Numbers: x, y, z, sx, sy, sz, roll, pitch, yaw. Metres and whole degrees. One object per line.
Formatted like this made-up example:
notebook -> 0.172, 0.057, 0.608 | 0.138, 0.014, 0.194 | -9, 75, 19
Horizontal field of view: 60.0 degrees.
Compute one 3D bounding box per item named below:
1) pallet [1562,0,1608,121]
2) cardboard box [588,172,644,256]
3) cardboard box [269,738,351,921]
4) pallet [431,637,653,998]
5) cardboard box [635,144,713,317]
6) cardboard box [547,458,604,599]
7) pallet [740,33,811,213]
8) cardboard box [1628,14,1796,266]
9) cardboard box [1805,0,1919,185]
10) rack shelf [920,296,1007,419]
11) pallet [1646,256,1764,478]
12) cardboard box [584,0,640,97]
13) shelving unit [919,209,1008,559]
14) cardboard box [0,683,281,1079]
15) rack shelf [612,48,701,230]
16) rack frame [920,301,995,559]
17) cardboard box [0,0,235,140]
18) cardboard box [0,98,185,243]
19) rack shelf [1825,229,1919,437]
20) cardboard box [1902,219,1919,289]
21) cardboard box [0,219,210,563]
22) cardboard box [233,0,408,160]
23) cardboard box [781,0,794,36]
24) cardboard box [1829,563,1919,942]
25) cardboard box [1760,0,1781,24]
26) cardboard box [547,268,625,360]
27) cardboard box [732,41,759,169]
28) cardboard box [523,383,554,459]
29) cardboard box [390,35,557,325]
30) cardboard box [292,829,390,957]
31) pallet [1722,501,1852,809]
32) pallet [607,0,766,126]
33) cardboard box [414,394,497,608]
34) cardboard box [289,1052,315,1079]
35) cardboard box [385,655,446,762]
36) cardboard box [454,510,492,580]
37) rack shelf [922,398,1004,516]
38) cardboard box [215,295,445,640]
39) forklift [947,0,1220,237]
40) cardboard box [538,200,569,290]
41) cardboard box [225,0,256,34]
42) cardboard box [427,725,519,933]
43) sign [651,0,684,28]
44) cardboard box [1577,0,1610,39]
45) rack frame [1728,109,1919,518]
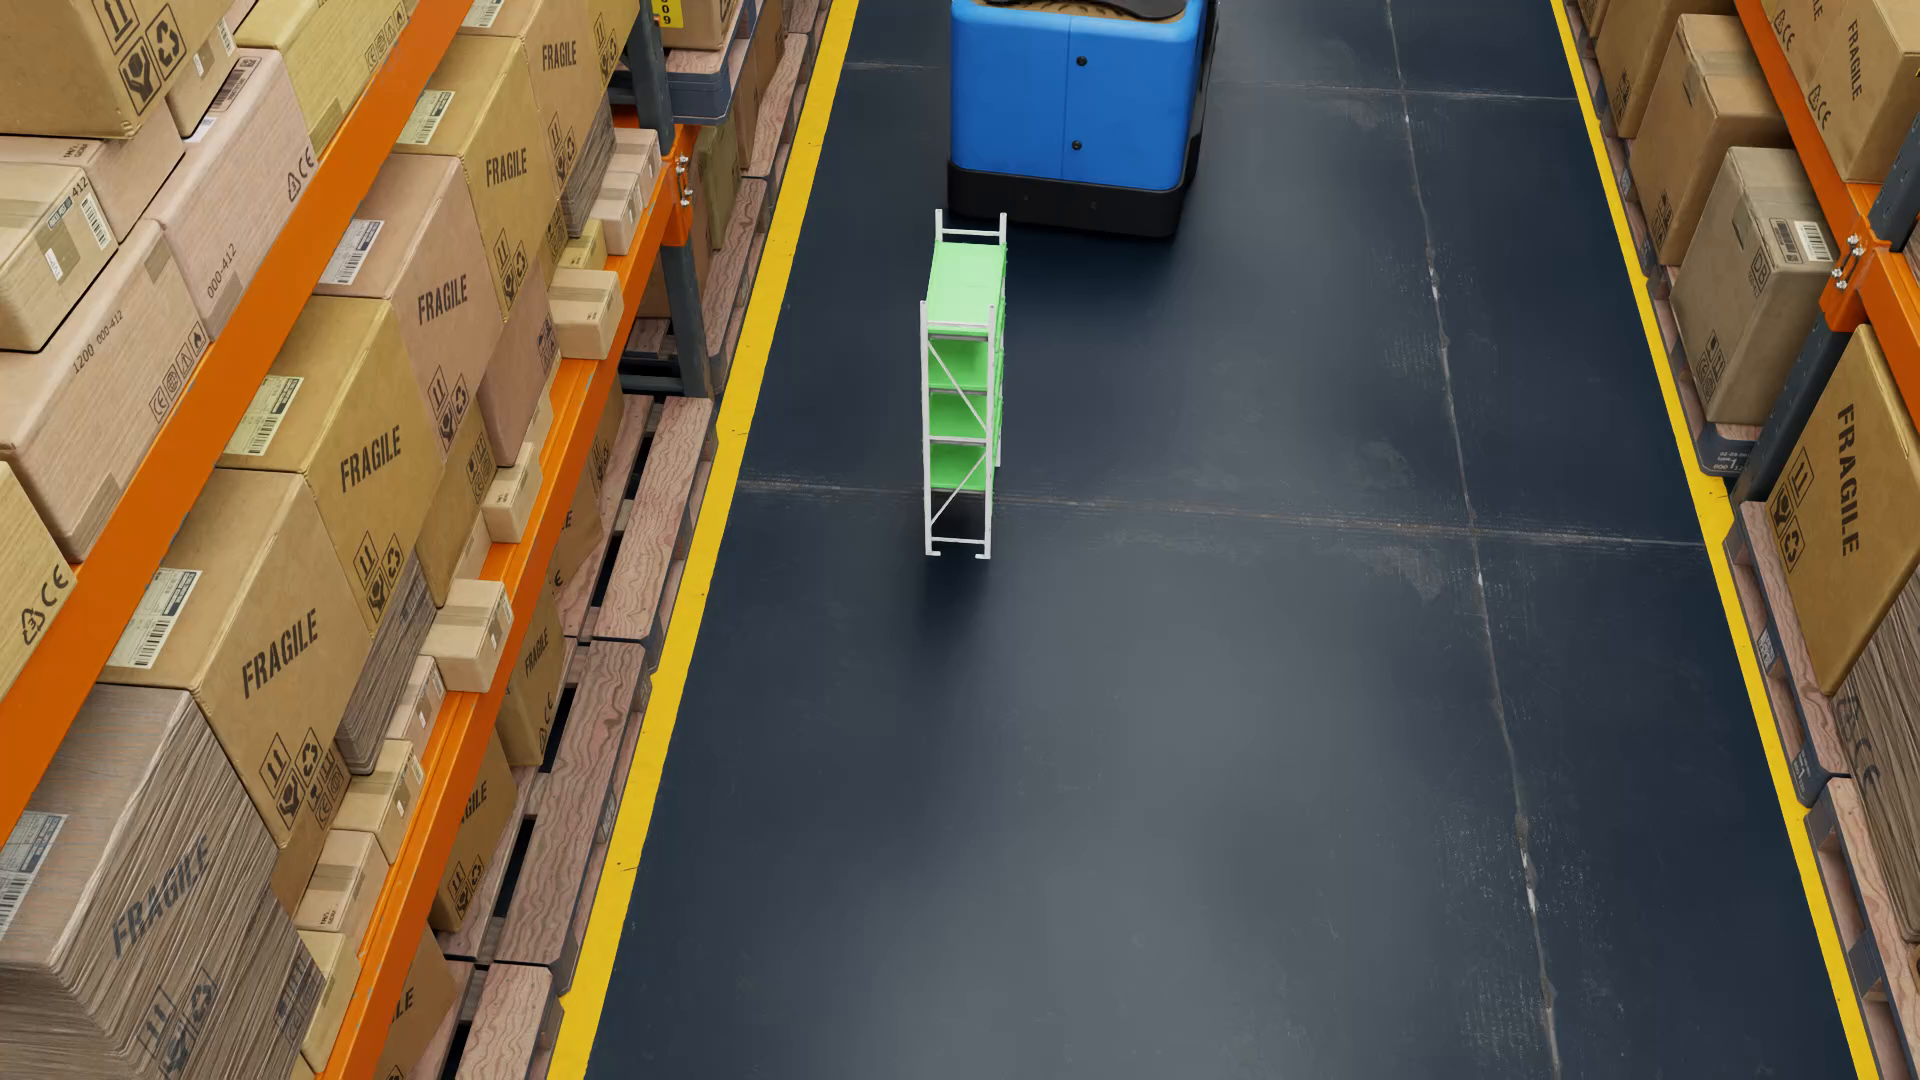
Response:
pallet -> 3.666, -2.521, 8.413 | 1.003, 0.211, 1.213 | 4, 48, 4
cardboard box -> -1.241, -1.059, 5.356 | 0.380, 0.149, 0.250 | 4, 48, 4
cardboard box -> -1.843, 0.523, 3.470 | 0.875, 0.500, 0.500 | 4, 48, 4
pallet -> -1.617, 0.831, 5.347 | 1.003, 0.211, 1.213 | 4, 48, 4
cardboard box -> -1.405, -1.259, 6.765 | 0.700, 0.500, 0.500 | 1, 48, 1
cardboard box -> -1.603, -0.090, 5.709 | 0.500, 0.500, 0.500 | 18, 50, 16
pallet -> -1.304, -2.035, 7.968 | 1.003, 0.211, 1.213 | 4, 48, 4
cardboard box -> 3.507, -1.650, 6.967 | 1.050, 0.750, 0.750 | 4, 48, 4
cardboard box -> 3.229, -1.532, 5.551 | 0.500, 0.500, 0.500 | 4, 48, 3
rack shelf -> 0.015, -0.645, 5.789 | 0.258, 0.148, 0.480 | 4, 48, 4
pallet -> 3.443, -0.728, 6.773 | 1.003, 0.211, 1.213 | 4, 48, 4
cardboard box -> -1.249, -1.627, 4.759 | 0.500, 0.500, 0.500 | 4, 48, 4
shelving unit -> 0.015, -0.527, 5.919 | 0.258, 1.200, 0.503 | 4, 48, 4
cardboard box -> -1.525, 0.577, 2.742 | 0.500, 0.500, 0.500 | 4, 48, 4
rack shelf -> -1.300, -2.732, 7.203 | 1.077, 0.370, 4.000 | 4, 48, 4
rack frame -> -0.007, -0.347, 5.755 | 0.240, 1.200, 0.015 | 4, 48, 4
cardboard box -> -1.442, -0.953, 2.448 | 0.500, 0.500, 0.500 | 4, 48, 3
cardboard box -> -1.449, -0.600, 2.565 | 0.380, 0.149, 0.250 | 4, 48, 3
rack shelf -> 3.266, 0.616, 4.142 | 1.077, 0.370, 4.000 | 4, 48, 4
cardboard box -> 3.426, -0.876, 4.916 | 0.875, 0.550, 0.550 | 4, 48, 4
cardboard box -> -1.505, -0.243, 2.509 | 0.500, 0.250, 0.500 | 3, 48, 3
cardboard box -> -1.413, -0.990, 3.191 | 0.500, 0.250, 0.500 | 5, 48, 5
cardboard box -> -1.197, -2.847, 8.217 | 0.700, 0.500, 0.500 | 0, 48, 0
cardboard box -> 3.243, 0.599, 4.825 | 0.875, 0.875, 0.875 | 4, 48, 4
cardboard box -> 3.321, -2.275, 6.230 | 0.500, 0.500, 0.500 | 4, 48, 4
cardboard box -> -1.236, -0.688, 5.017 | 0.380, 0.149, 0.250 | 4, 48, 4
cardboard box -> -1.292, -2.020, 7.460 | 0.700, 0.500, 0.500 | 0, 48, 0
cardboard box -> -1.372, -0.327, 4.687 | 0.380, 0.149, 0.250 | 4, 48, 4
cardboard box -> -1.340, -0.892, 4.086 | 0.500, 0.500, 0.500 | 4, 48, 4
cardboard box -> -1.502, 0.776, 3.678 | 0.380, 0.149, 0.250 | 4, 48, 4
pallet -> 3.301, 0.398, 5.743 | 1.003, 0.211, 1.213 | 4, 48, 4
pallet -> -1.268, -1.992, 6.169 | 1.003, 0.211, 1.213 | 4, 48, 4
cardboard box -> -1.697, -0.209, 4.139 | 0.875, 0.500, 0.500 | 4, 48, 4
cardboard box -> -1.541, 1.144, 3.342 | 0.380, 0.149, 0.250 | 4, 48, 4
cardboard box -> -1.476, 0.407, 4.015 | 0.380, 0.149, 0.250 | 4, 48, 4
cardboard box -> -1.459, 0.038, 4.353 | 0.380, 0.149, 0.250 | 4, 48, 4
rack shelf -> 0.015, -0.321, 6.143 | 0.258, 0.148, 0.480 | 4, 48, 4
cardboard box -> -1.428, -0.157, 3.414 | 0.500, 0.500, 0.500 | 4, 48, 4
forklift -> 0.726, -3.441, 7.411 | 1.130, 2.935, 3.031 | 8, 48, 7
cardboard box -> -1.665, -0.947, 4.814 | 0.875, 0.500, 0.500 | 4, 48, 4
cardboard box -> -1.463, -0.988, 2.920 | 0.380, 0.149, 0.250 | 3, 48, 3
cardboard box -> -1.677, 0.778, 4.915 | 0.500, 0.500, 0.500 | 8, 48, 7
sign -> -0.941, -1.766, 5.246 | 0.100, 0.325, 0.005 | 4, 48, 4
cardboard box -> 3.667, -2.977, 8.180 | 1.050, 0.750, 0.750 | 3, 48, 3
rack frame -> 3.448, -1.097, 5.221 | 1.000, 3.000, 0.127 | 4, 48, 4
